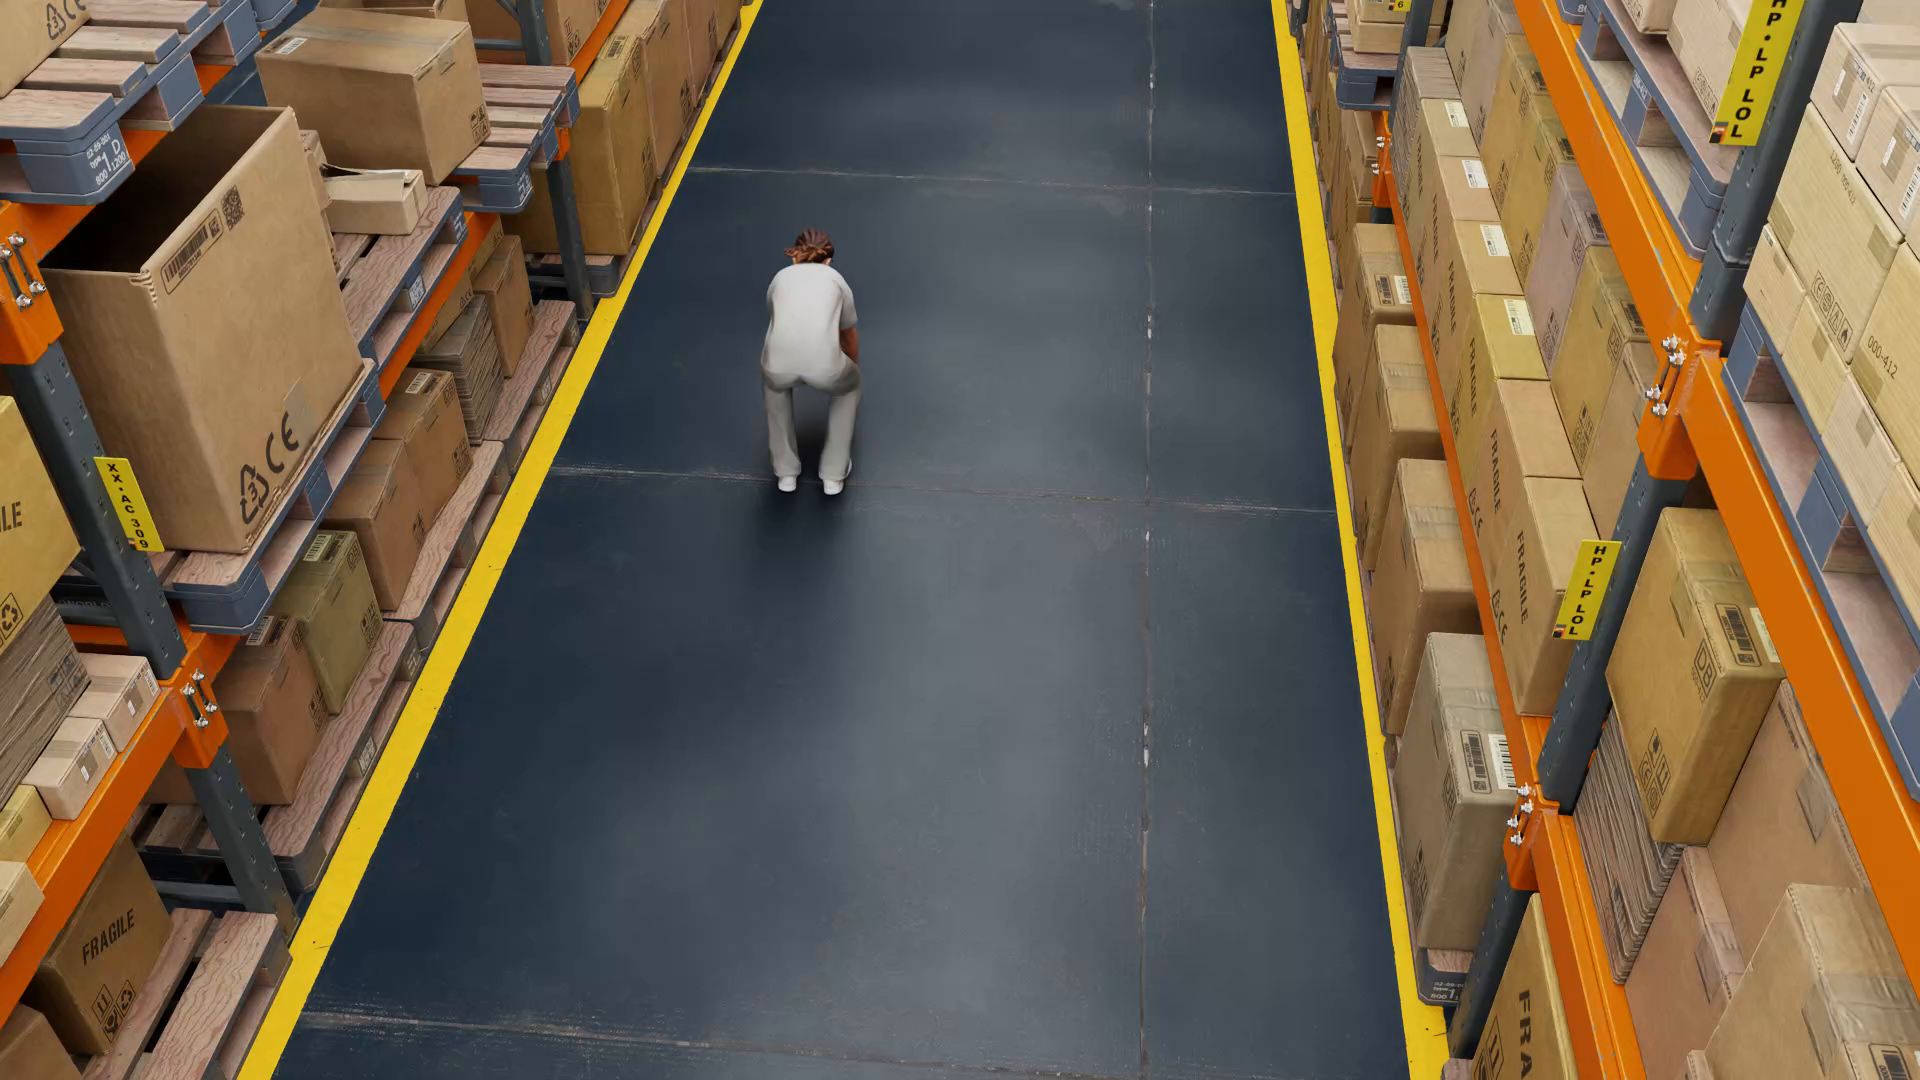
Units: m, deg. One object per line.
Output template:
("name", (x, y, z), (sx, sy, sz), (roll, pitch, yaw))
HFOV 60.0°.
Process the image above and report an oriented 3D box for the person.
("person", (-0.680, -0.809, 7.608), (0.466, 1.040, 0.866), (1, 40, 2))
